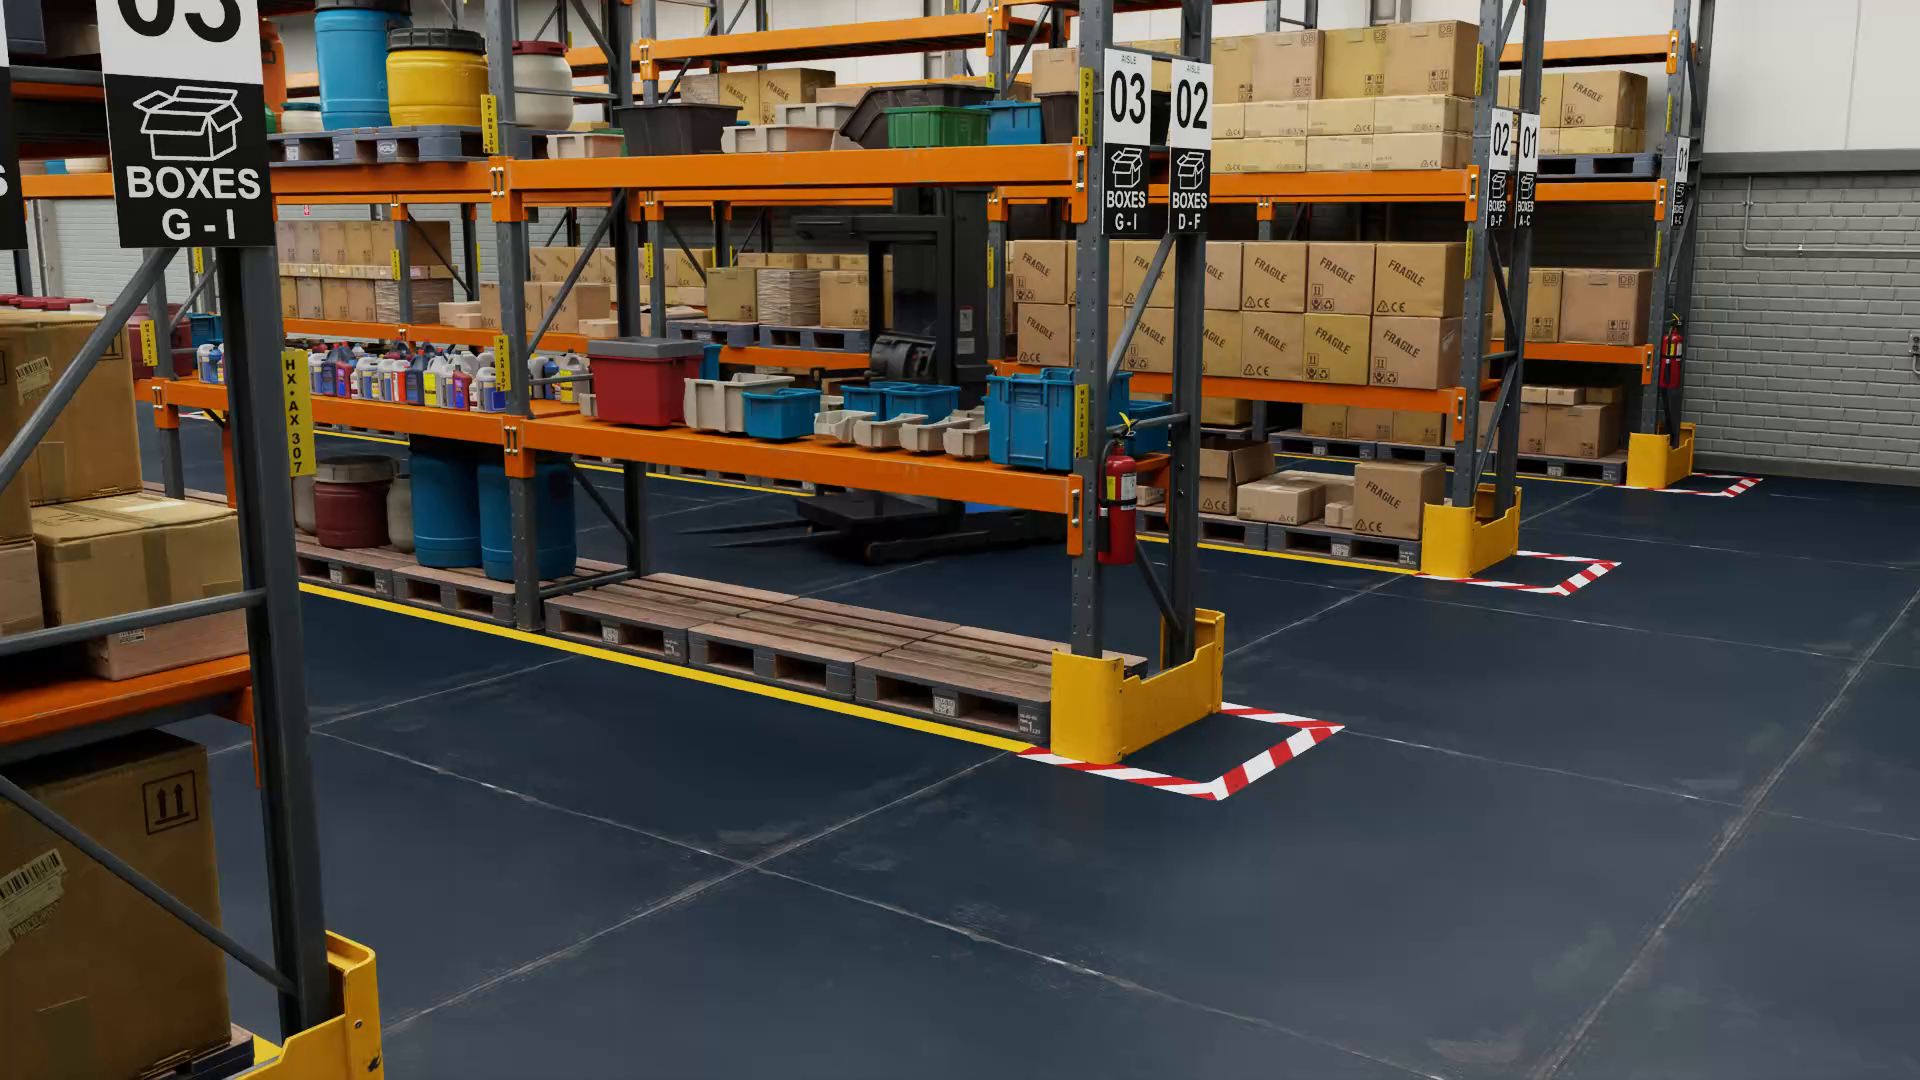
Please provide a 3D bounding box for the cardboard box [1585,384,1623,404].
[{"bbox_3d":[6.318,-1.433,16.308,0.250,0.149,0.380,8,14,36],"label":"cardboard box"}]

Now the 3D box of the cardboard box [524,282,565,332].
[{"bbox_3d":[-4.441,-2.491,17.744,0.500,0.500,0.500,8,14,36],"label":"cardboard box"}]

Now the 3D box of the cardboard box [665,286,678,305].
[{"bbox_3d":[-3.907,-3.405,23.076,0.500,0.250,0.500,8,14,36],"label":"cardboard box"}]

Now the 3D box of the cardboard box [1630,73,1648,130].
[{"bbox_3d":[6.277,-4.197,15.982,0.500,0.500,0.500,7,13,33],"label":"cardboard box"}]

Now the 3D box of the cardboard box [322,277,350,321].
[{"bbox_3d":[-7.071,-2.859,19.649,0.500,0.500,0.700,8,14,36],"label":"cardboard box"}]

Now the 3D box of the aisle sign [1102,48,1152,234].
[{"bbox_3d":[0.743,-1.762,7.398,0.004,0.787,0.394,8,13,36],"label":"aisle sign"}]

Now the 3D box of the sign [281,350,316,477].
[{"bbox_3d":[-1.740,-0.329,4.345,0.005,0.325,0.100,8,13,36],"label":"sign"}]

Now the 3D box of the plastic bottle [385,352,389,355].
[{"bbox_3d":[-4.090,-1.272,12.017,0.133,0.283,0.061,8,13,36],"label":"plastic bottle"}]

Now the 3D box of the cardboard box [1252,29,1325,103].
[{"bbox_3d":[2.551,-3.474,12.296,0.500,0.500,0.700,8,13,36],"label":"cardboard box"}]

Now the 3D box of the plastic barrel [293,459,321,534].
[{"bbox_3d":[-4.677,-0.321,12.236,0.421,0.512,0.421,0,11,0],"label":"plastic barrel"}]

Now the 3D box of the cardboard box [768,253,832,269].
[{"bbox_3d":[-2.113,-3.544,22.027,0.500,0.500,0.700,10,15,41],"label":"cardboard box"}]

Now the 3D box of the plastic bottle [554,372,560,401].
[{"bbox_3d":[-2.620,-1.023,10.943,0.097,0.201,0.097,0,11,0],"label":"plastic bottle"}]

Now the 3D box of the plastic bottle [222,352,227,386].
[{"bbox_3d":[-5.194,-1.239,11.844,0.133,0.283,0.061,8,13,36],"label":"plastic bottle"}]

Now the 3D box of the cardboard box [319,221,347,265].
[{"bbox_3d":[-7.051,-3.494,19.514,0.500,0.500,0.700,8,13,36],"label":"cardboard box"}]

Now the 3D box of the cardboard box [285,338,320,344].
[{"bbox_3d":[-8.494,-2.305,21.208,0.500,0.500,0.500,8,13,36],"label":"cardboard box"}]

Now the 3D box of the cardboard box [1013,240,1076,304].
[{"bbox_3d":[0.783,-2.191,13.560,0.500,0.500,0.500,8,14,37],"label":"cardboard box"}]

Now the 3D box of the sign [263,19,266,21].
[{"bbox_3d":[-8.770,-6.620,20.889,0.005,0.325,0.100,8,13,36],"label":"sign"}]

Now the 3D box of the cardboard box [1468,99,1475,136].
[{"bbox_3d":[3.534,-3.039,12.023,0.500,0.250,0.500,8,13,36],"label":"cardboard box"}]

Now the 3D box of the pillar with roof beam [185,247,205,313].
[{"bbox_3d":[-17.317,-7.544,28.331,0.548,9.000,9.100,8,13,36],"label":"pillar with roof beam"}]

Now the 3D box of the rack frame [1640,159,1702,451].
[{"bbox_3d":[6.723,-2.056,15.758,0.127,3.000,1.000,8,13,36],"label":"rack frame"}]

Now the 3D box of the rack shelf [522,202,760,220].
[{"bbox_3d":[-4.561,-4.749,23.678,4.000,0.370,1.077,8,13,36],"label":"rack shelf"}]

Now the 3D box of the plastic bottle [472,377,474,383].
[{"bbox_3d":[-3.056,-0.919,10.407,0.097,0.201,0.097,0,11,0],"label":"plastic bottle"}]

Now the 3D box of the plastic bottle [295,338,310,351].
[{"bbox_3d":[-5.011,-1.401,12.681,0.133,0.283,0.061,8,13,36],"label":"plastic bottle"}]

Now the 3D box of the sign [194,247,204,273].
[{"bbox_3d":[-9.436,-3.475,20.609,0.005,0.325,0.100,8,13,36],"label":"sign"}]

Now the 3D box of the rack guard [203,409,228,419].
[{"bbox_3d":[-9.122,-1.871,21.386,0.348,0.500,1.175,8,13,36],"label":"rack guard"}]

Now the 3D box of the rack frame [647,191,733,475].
[{"bbox_3d":[-2.654,-2.196,16.485,0.127,3.000,1.000,8,13,36],"label":"rack frame"}]

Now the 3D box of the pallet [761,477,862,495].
[{"bbox_3d":[-1.096,-0.600,15.577,1.213,0.211,1.003,8,13,36],"label":"pallet"}]

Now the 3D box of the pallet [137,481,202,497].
[{"bbox_3d":[-7.170,-0.300,14.023,1.213,0.211,1.003,8,13,36],"label":"pallet"}]

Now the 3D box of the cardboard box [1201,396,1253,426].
[{"bbox_3d":[2.898,-1.709,18.522,0.750,0.750,0.750,8,14,36],"label":"cardboard box"}]

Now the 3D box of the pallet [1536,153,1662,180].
[{"bbox_3d":[6.119,-3.567,15.905,1.213,0.211,1.003,8,13,36],"label":"pallet"}]

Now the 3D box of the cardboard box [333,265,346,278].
[{"bbox_3d":[-7.043,-3.126,19.320,0.250,0.149,0.380,8,13,35],"label":"cardboard box"}]

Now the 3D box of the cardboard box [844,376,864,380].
[{"bbox_3d":[-1.100,-2.144,21.638,0.500,0.500,0.700,8,13,35],"label":"cardboard box"}]

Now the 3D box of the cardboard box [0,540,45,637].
[{"bbox_3d":[-2.621,0.133,4.057,0.500,0.250,0.500,8,13,35],"label":"cardboard box"}]

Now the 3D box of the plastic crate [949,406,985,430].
[{"bbox_3d":[0.098,-0.642,8.988,0.298,0.136,0.250,8,13,36],"label":"plastic crate"}]

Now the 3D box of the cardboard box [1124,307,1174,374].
[{"bbox_3d":[1.636,-1.583,13.052,0.500,0.500,0.500,8,13,35],"label":"cardboard box"}]

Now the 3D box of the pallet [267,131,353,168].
[{"bbox_3d":[-3.971,-2.569,11.011,1.213,0.211,1.003,8,13,36],"label":"pallet"}]

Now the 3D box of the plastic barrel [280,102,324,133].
[{"bbox_3d":[-4.638,-2.951,11.749,0.301,0.262,0.301,0,11,0],"label":"plastic barrel"}]

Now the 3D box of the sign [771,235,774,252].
[{"bbox_3d":[-2.624,-4.059,23.063,0.005,0.325,0.100,8,13,36],"label":"sign"}]

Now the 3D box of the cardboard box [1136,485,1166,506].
[{"bbox_3d":[1.483,-0.396,13.478,0.250,0.166,0.380,8,13,36],"label":"cardboard box"}]

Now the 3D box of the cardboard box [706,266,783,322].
[{"bbox_3d":[-2.080,-2.398,16.159,0.500,0.500,0.700,3,11,17],"label":"cardboard box"}]

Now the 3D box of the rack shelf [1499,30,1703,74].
[{"bbox_3d":[5.111,-4.676,16.457,4.000,0.370,1.077,8,13,36],"label":"rack shelf"}]

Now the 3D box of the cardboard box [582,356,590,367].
[{"bbox_3d":[-5.209,-2.595,24.465,0.500,0.311,0.500,9,14,40],"label":"cardboard box"}]

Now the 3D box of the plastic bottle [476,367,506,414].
[{"bbox_3d":[-2.874,-0.923,10.228,0.135,0.276,0.152,8,13,36],"label":"plastic bottle"}]

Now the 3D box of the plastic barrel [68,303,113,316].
[{"bbox_3d":[-6.884,-1.624,13.231,0.421,0.512,0.421,0,11,0],"label":"plastic barrel"}]

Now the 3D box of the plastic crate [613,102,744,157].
[{"bbox_3d":[-1.526,-2.216,9.032,0.590,0.269,0.497,8,13,36],"label":"plastic crate"}]

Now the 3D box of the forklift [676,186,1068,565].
[{"bbox_3d":[-0.609,-1.371,12.402,3.031,2.935,1.130,-6,13,-30],"label":"forklift"}]

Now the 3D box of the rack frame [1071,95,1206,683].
[{"bbox_3d":[0.859,-0.539,7.919,0.127,3.000,1.000,8,13,36],"label":"rack frame"}]

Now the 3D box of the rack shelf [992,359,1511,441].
[{"bbox_3d":[2.182,-1.169,13.067,4.000,0.370,1.077,8,13,36],"label":"rack shelf"}]

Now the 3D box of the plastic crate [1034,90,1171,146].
[{"bbox_3d":[0.713,-2.033,8.090,0.590,0.269,0.497,8,13,36],"label":"plastic crate"}]

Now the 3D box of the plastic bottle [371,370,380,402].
[{"bbox_3d":[-3.793,-1.008,10.865,0.097,0.201,0.097,0,11,0],"label":"plastic bottle"}]

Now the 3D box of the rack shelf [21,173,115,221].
[{"bbox_3d":[-7.201,-2.783,13.513,4.000,0.370,1.077,8,13,36],"label":"rack shelf"}]
